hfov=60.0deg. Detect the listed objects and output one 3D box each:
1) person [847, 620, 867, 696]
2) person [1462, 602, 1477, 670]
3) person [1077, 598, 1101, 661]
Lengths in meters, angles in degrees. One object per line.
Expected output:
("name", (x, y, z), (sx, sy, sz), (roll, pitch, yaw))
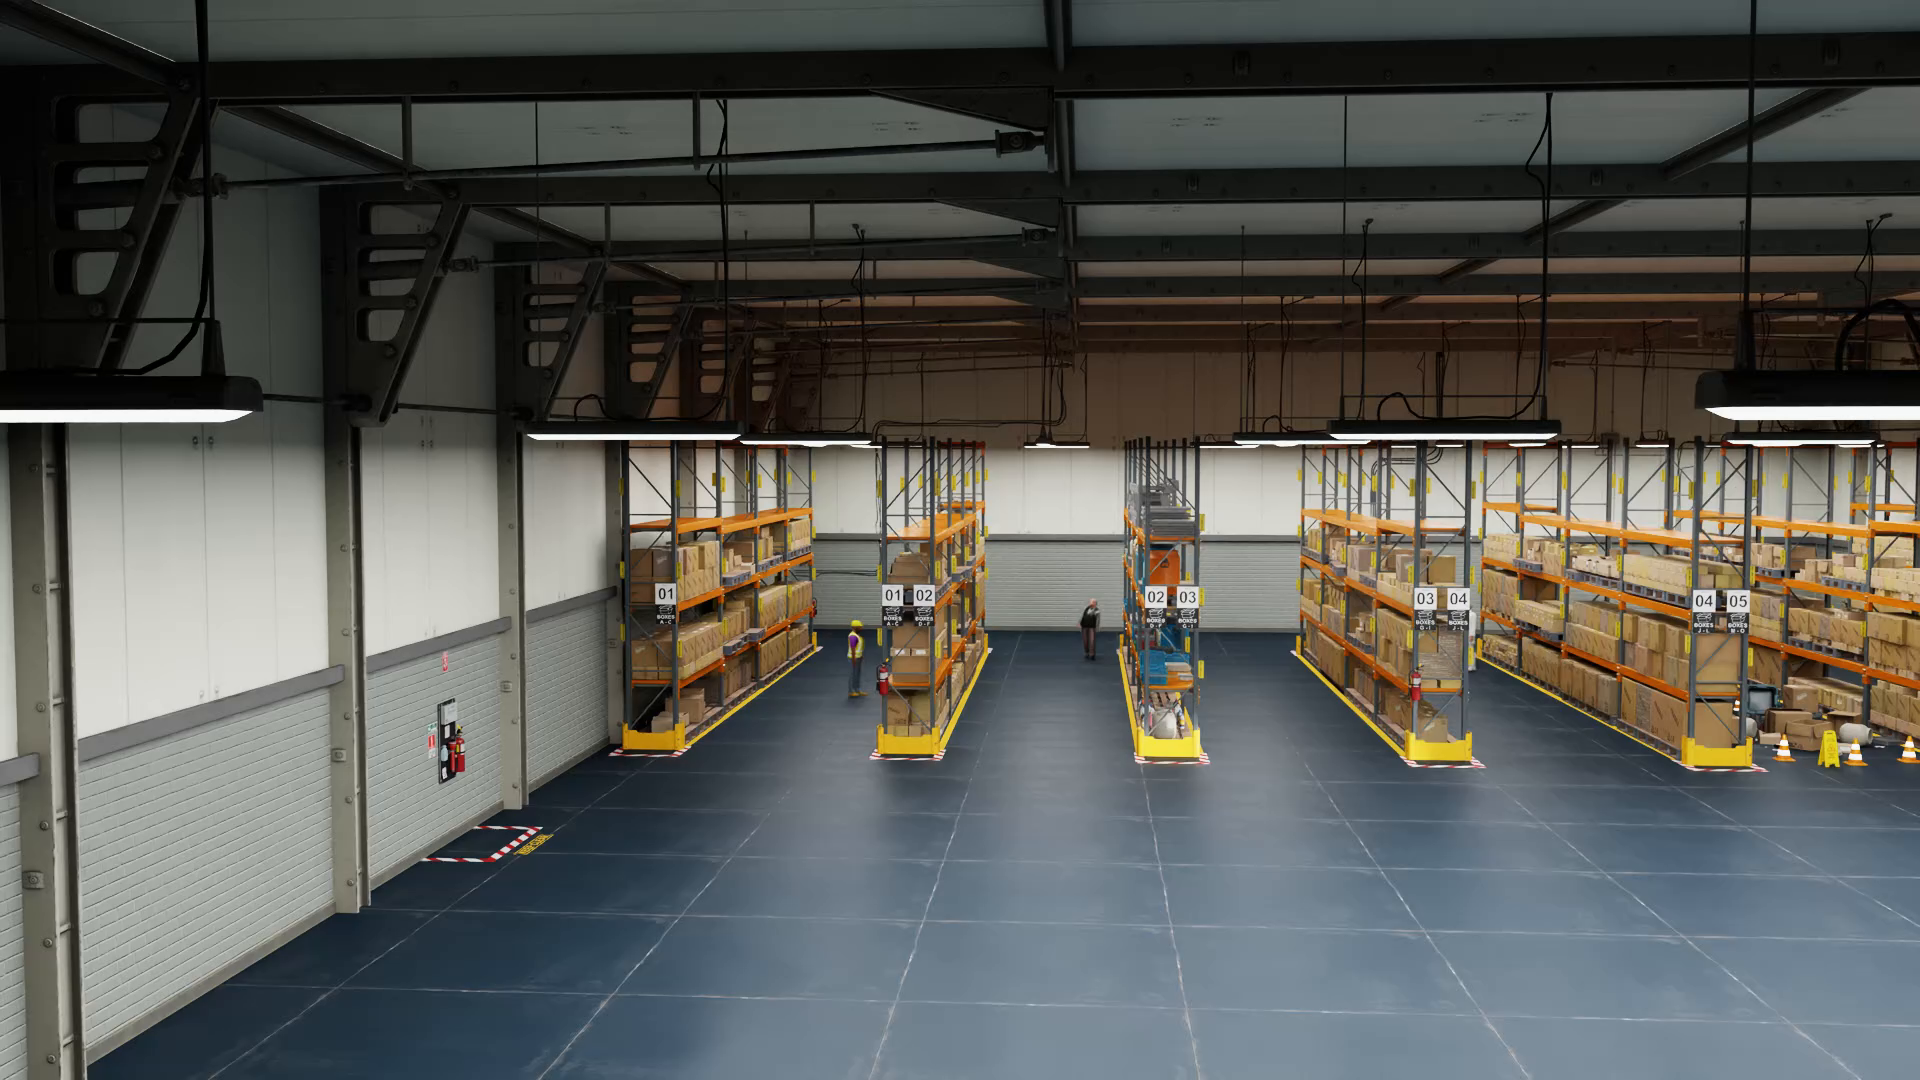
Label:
("person", (-2.413, 2.755, 38.794), (0.411, 1.773, 0.589), (0, 3, 7))
("person", (13.223, 2.516, 43.501), (0.544, 1.788, 0.643), (-2, 4, -32))
("person", (3.524, 2.439, 45.728), (0.649, 1.683, 0.734), (1, 3, 23))
